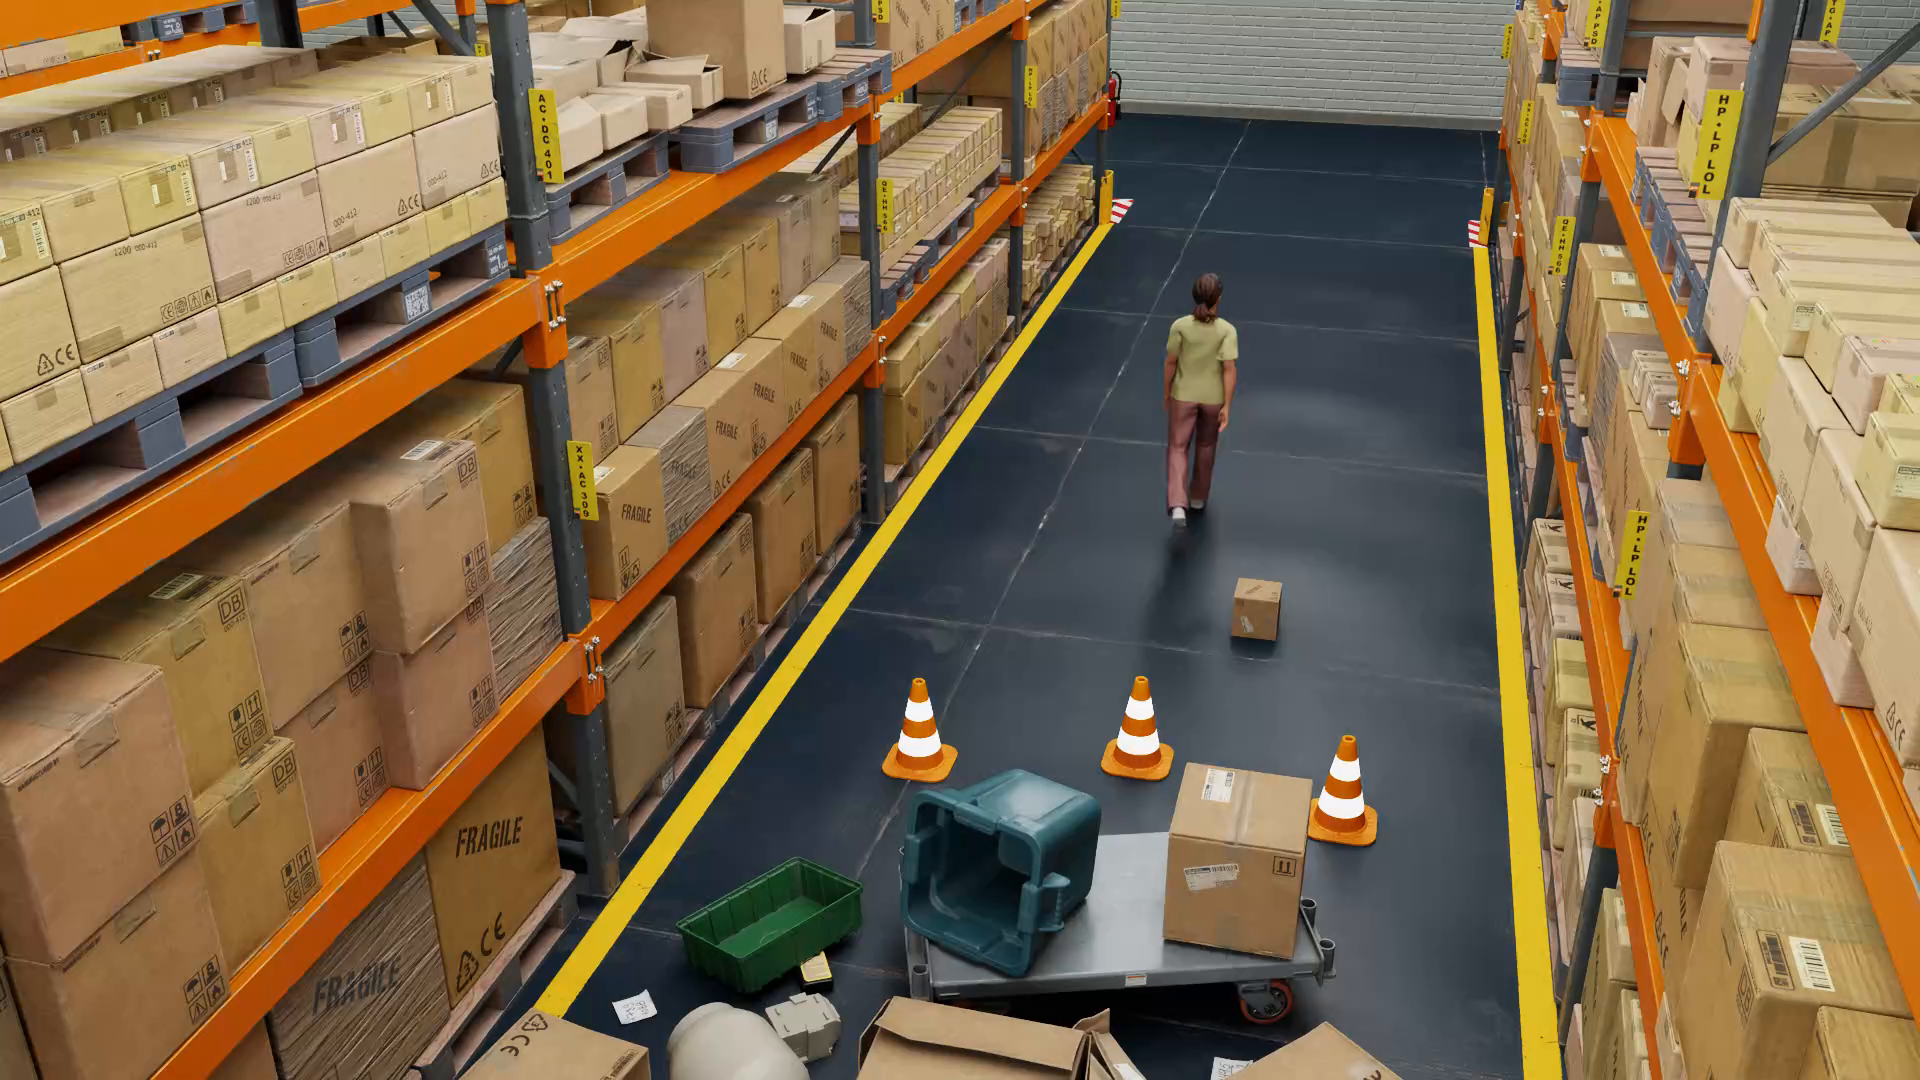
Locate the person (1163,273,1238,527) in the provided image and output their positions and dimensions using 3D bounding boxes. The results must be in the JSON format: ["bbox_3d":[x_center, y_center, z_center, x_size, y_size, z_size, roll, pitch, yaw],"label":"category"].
[{"bbox_3d":[1.494,-0.864,10.428,0.453,1.630,0.960,4,26,8],"label":"person"}]
